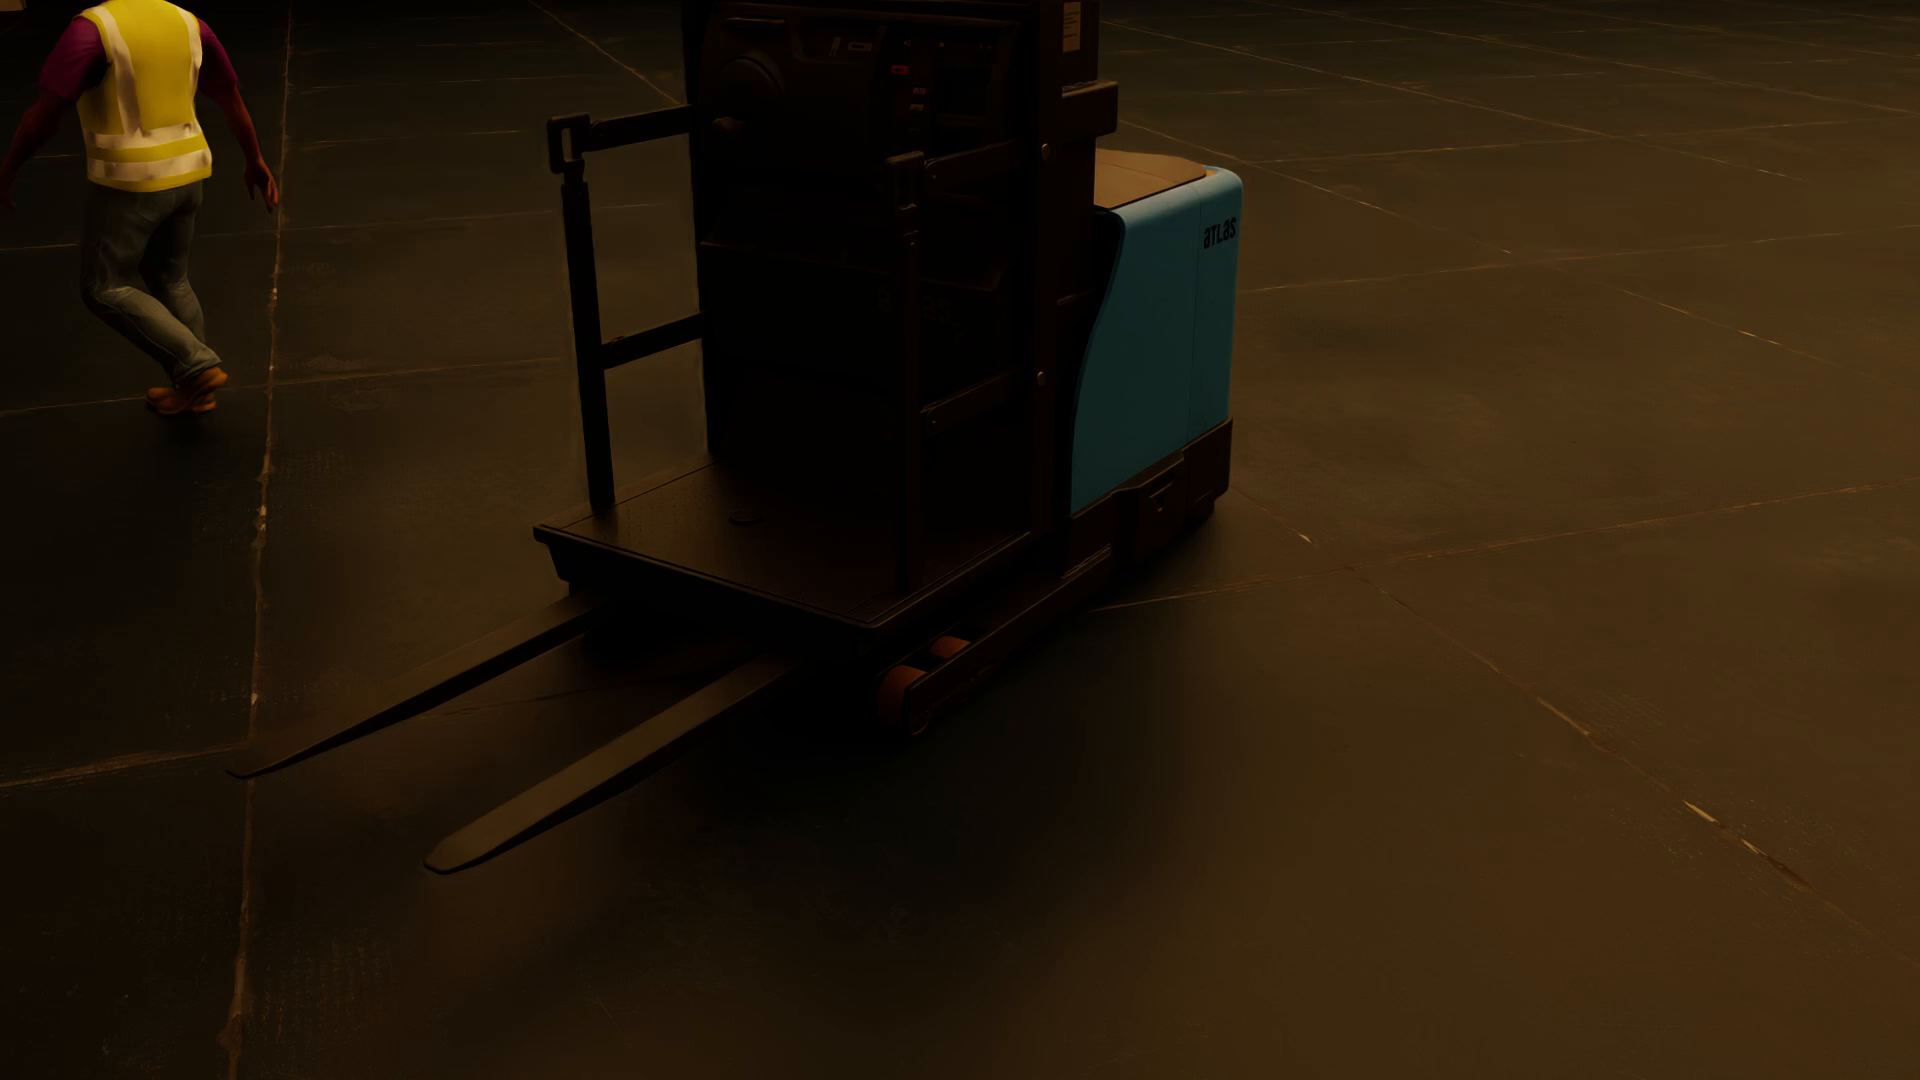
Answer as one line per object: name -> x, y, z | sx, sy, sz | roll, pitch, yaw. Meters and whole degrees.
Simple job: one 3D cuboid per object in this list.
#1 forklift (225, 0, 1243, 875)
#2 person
forklift -> -0.383, -1.093, 3.898 | 1.130, 2.935, 3.031 | 15, 27, 31
person -> -2.845, -1.264, 5.832 | 0.593, 1.747, 0.829 | 8, 24, 18
